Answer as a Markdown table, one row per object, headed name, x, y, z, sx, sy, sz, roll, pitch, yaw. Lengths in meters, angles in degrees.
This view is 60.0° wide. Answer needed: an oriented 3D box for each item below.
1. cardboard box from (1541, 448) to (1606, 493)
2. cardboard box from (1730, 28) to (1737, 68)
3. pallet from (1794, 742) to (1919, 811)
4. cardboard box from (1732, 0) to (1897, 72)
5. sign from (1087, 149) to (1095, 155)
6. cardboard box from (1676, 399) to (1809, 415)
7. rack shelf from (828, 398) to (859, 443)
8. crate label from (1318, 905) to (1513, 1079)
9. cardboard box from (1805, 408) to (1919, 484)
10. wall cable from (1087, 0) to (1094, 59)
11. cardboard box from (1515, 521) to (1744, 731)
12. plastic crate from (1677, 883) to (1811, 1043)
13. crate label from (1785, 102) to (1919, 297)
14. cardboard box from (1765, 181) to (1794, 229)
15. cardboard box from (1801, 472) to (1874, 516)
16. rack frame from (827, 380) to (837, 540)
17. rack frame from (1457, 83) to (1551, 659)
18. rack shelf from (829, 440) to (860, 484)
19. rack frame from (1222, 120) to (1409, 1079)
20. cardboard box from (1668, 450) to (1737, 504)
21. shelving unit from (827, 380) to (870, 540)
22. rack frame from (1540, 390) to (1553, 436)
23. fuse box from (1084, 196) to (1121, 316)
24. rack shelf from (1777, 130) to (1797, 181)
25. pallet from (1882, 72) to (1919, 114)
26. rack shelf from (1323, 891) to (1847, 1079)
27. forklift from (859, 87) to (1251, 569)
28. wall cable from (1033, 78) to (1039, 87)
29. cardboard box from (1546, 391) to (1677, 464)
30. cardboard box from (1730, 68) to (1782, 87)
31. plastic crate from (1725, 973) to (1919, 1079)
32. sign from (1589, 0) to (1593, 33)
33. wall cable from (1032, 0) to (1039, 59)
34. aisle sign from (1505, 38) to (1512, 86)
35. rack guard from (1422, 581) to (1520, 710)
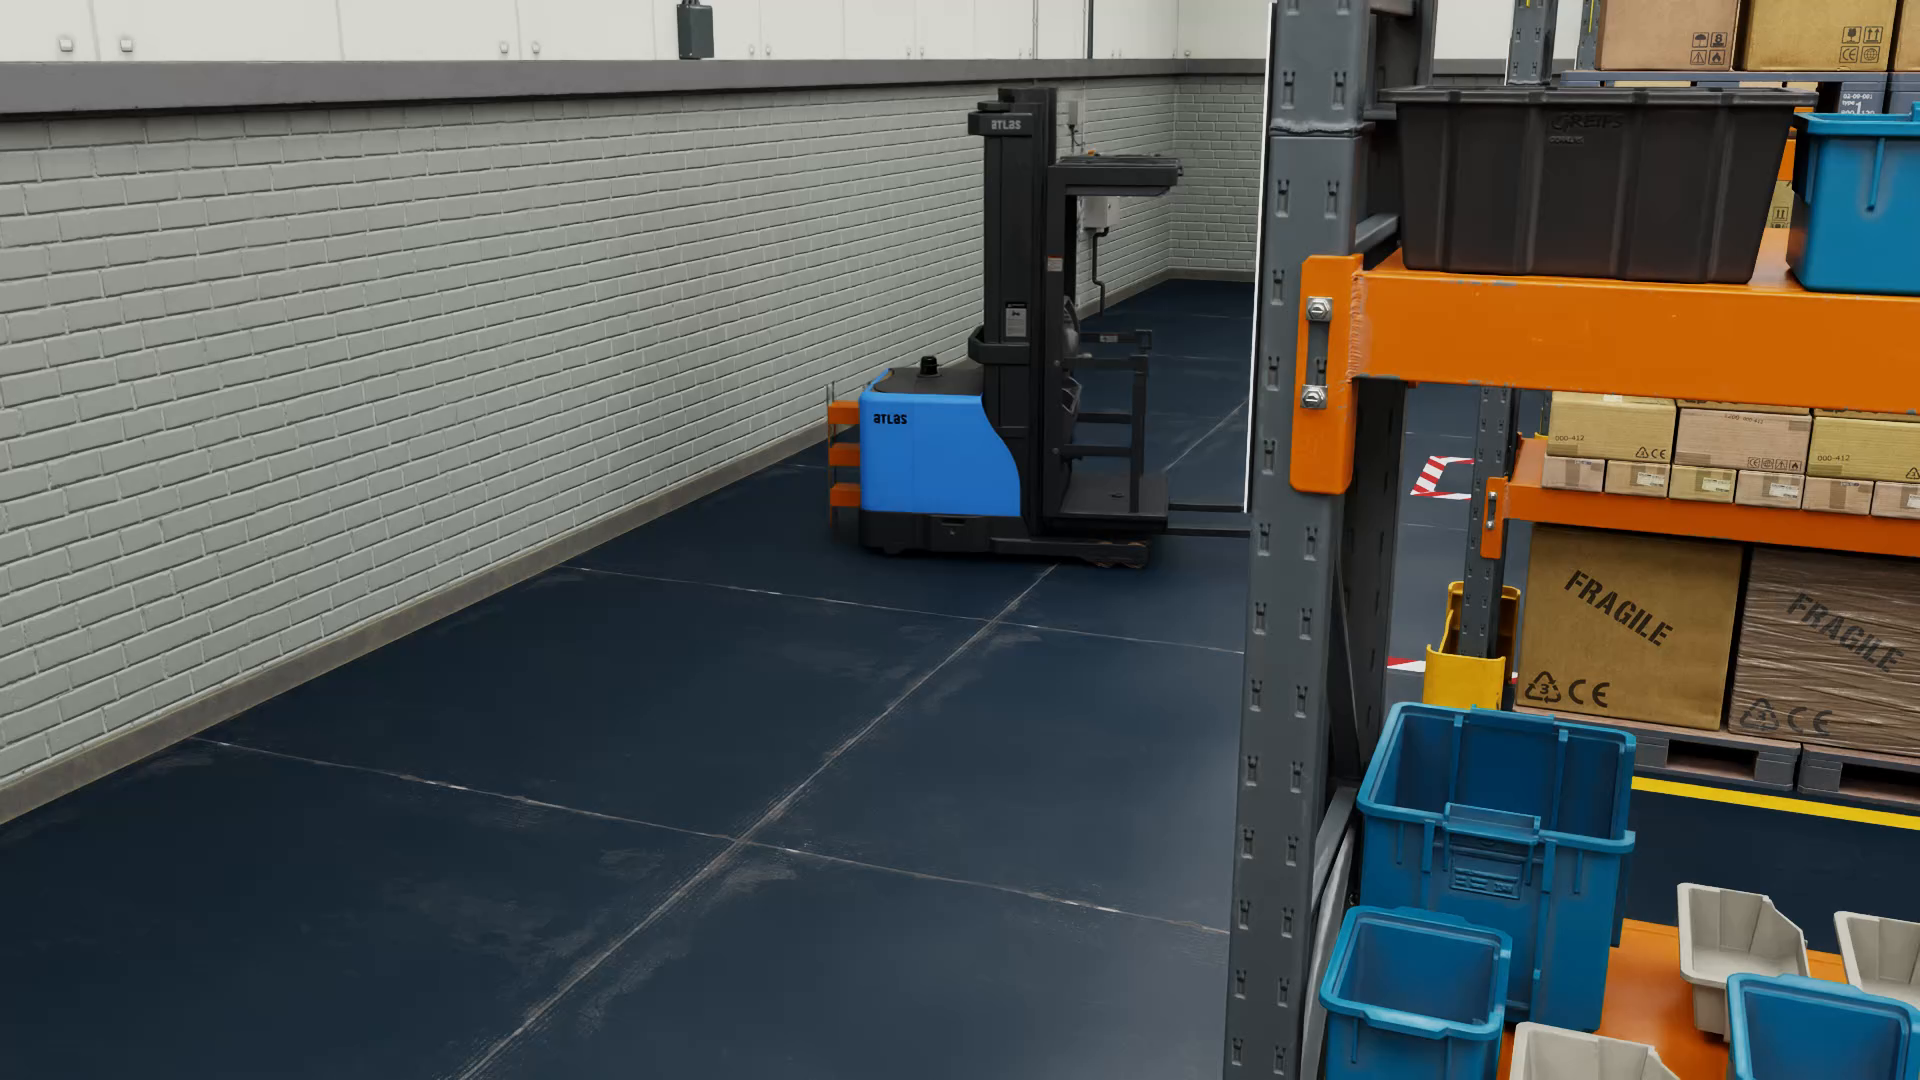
| name | x | y | z | sx | sy | sz | roll | pitch | yaw |
| --- | --- | --- | --- | --- | --- | --- | --- | --- | --- |
| cardboard box | 2.736 | -0.336 | 7.402 | 0.250 | 0.149 | 0.380 | 6 | 17 | 21 |
| cardboard box | 5.240 | -3.298 | 11.145 | 0.500 | 0.250 | 0.500 | 6 | 17 | 20 |
| pallet | 4.431 | 0.947 | 7.532 | 1.213 | 0.211 | 1.003 | 6 | 17 | 21 |
| cardboard box | 3.510 | -2.189 | 6.841 | 0.500 | 0.500 | 0.700 | 6 | 17 | 19 |
| sign | 1.603 | -4.653 | 20.340 | 0.001 | 0.242 | 0.339 | 6 | 17 | 21 |
| cardboard box | 3.340 | -0.839 | 7.075 | 0.500 | 0.500 | 0.500 | 6 | 17 | 19 |
| rack shelf | -0.735 | -0.789 | 11.029 | 0.240 | 0.259 | 0.215 | 2 | 16 | 8 |
| crate label | 0.819 | 0.868 | 2.996 | 0.303 | 0.233 | 0.416 | 6 | 17 | 21 |
| cardboard box | 3.827 | -0.427 | 6.998 | 0.500 | 0.250 | 0.500 | 6 | 17 | 19 |
| wall cable | 2.104 | -7.470 | 20.697 | 0.133 | 3.039 | 2.988 | 6 | 17 | 21 |
| cardboard box | 3.152 | 0.285 | 7.870 | 0.875 | 0.875 | 0.875 | 6 | 17 | 21 |
| plastic crate | 1.535 | 0.840 | 3.265 | 0.243 | 0.136 | 0.396 | 6 | 17 | 21 |
| crate label | 1.450 | -0.485 | 2.350 | 0.502 | 0.251 | 0.408 | 6 | 17 | 21 |
| cardboard box | 5.709 | -2.302 | 11.217 | 0.500 | 0.500 | 0.500 | 6 | 17 | 19 |
| cardboard box | 3.693 | -0.231 | 7.041 | 0.250 | 0.149 | 0.380 | 6 | 17 | 20 |
| rack frame | -0.856 | -0.531 | 11.121 | 0.008 | 1.050 | 0.200 | 2 | 16 | 8 |
| rack frame | 2.527 | -0.579 | 7.787 | 0.127 | 3.000 | 1.000 | 6 | 17 | 21 |
| rack shelf | -0.735 | -0.517 | 11.108 | 0.240 | 0.259 | 0.215 | 2 | 16 | 8 |
| rack frame | 0.710 | 0.706 | 3.362 | 0.127 | 3.000 | 1.000 | 6 | 17 | 21 |
| cardboard box | 3.214 | -0.284 | 7.223 | 0.250 | 0.149 | 0.380 | 6 | 17 | 19 |
| shelving unit | -0.735 | -0.527 | 11.105 | 0.252 | 1.050 | 0.215 | 2 | 16 | 8 |
| rack frame | 4.441 | -1.855 | 12.182 | 0.127 | 3.000 | 1.000 | 6 | 17 | 21 |
| fuse box | 1.816 | -3.631 | 20.611 | 0.414 | 1.711 | 0.539 | 6 | 17 | 21 |
| rack shelf | 4.388 | -1.469 | 6.764 | 4.000 | 0.370 | 1.077 | 6 | 17 | 21 |
| pallet | 4.360 | -1.779 | 6.700 | 1.213 | 0.211 | 1.003 | 6 | 17 | 21 |
| rack shelf | 2.570 | 1.256 | 2.757 | 4.000 | 0.370 | 1.077 | 6 | 17 | 21 |
| forklift | 0.902 | -1.383 | 10.680 | 3.031 | 2.935 | 1.130 | 2 | 16 | 8 |
| wall cable | 0.909 | -4.223 | 18.460 | 0.123 | 1.953 | 0.585 | 6 | 17 | 21 |
| cardboard box | 2.875 | -0.530 | 7.356 | 0.500 | 0.250 | 0.500 | 6 | 17 | 19 |
| cardboard box | 5.253 | -3.056 | 11.209 | 0.500 | 0.250 | 0.500 | 7 | 18 | 22 |
| plastic crate | 1.431 | 0.936 | 2.764 | 0.300 | 0.233 | 0.416 | 6 | 17 | 21 |
| sign | 4.242 | -3.574 | 11.157 | 0.005 | 0.325 | 0.100 | 6 | 17 | 21 |
| wall cable | 0.769 | -6.539 | 17.556 | 0.029 | 3.000 | 0.463 | 6 | 17 | 21 |
| aisle sign | 2.350 | -1.757 | 7.181 | 0.004 | 0.787 | 0.394 | 6 | 17 | 21 |
| rack guard | 2.505 | 0.619 | 8.144 | 0.348 | 0.500 | 1.175 | 6 | 17 | 21 |
